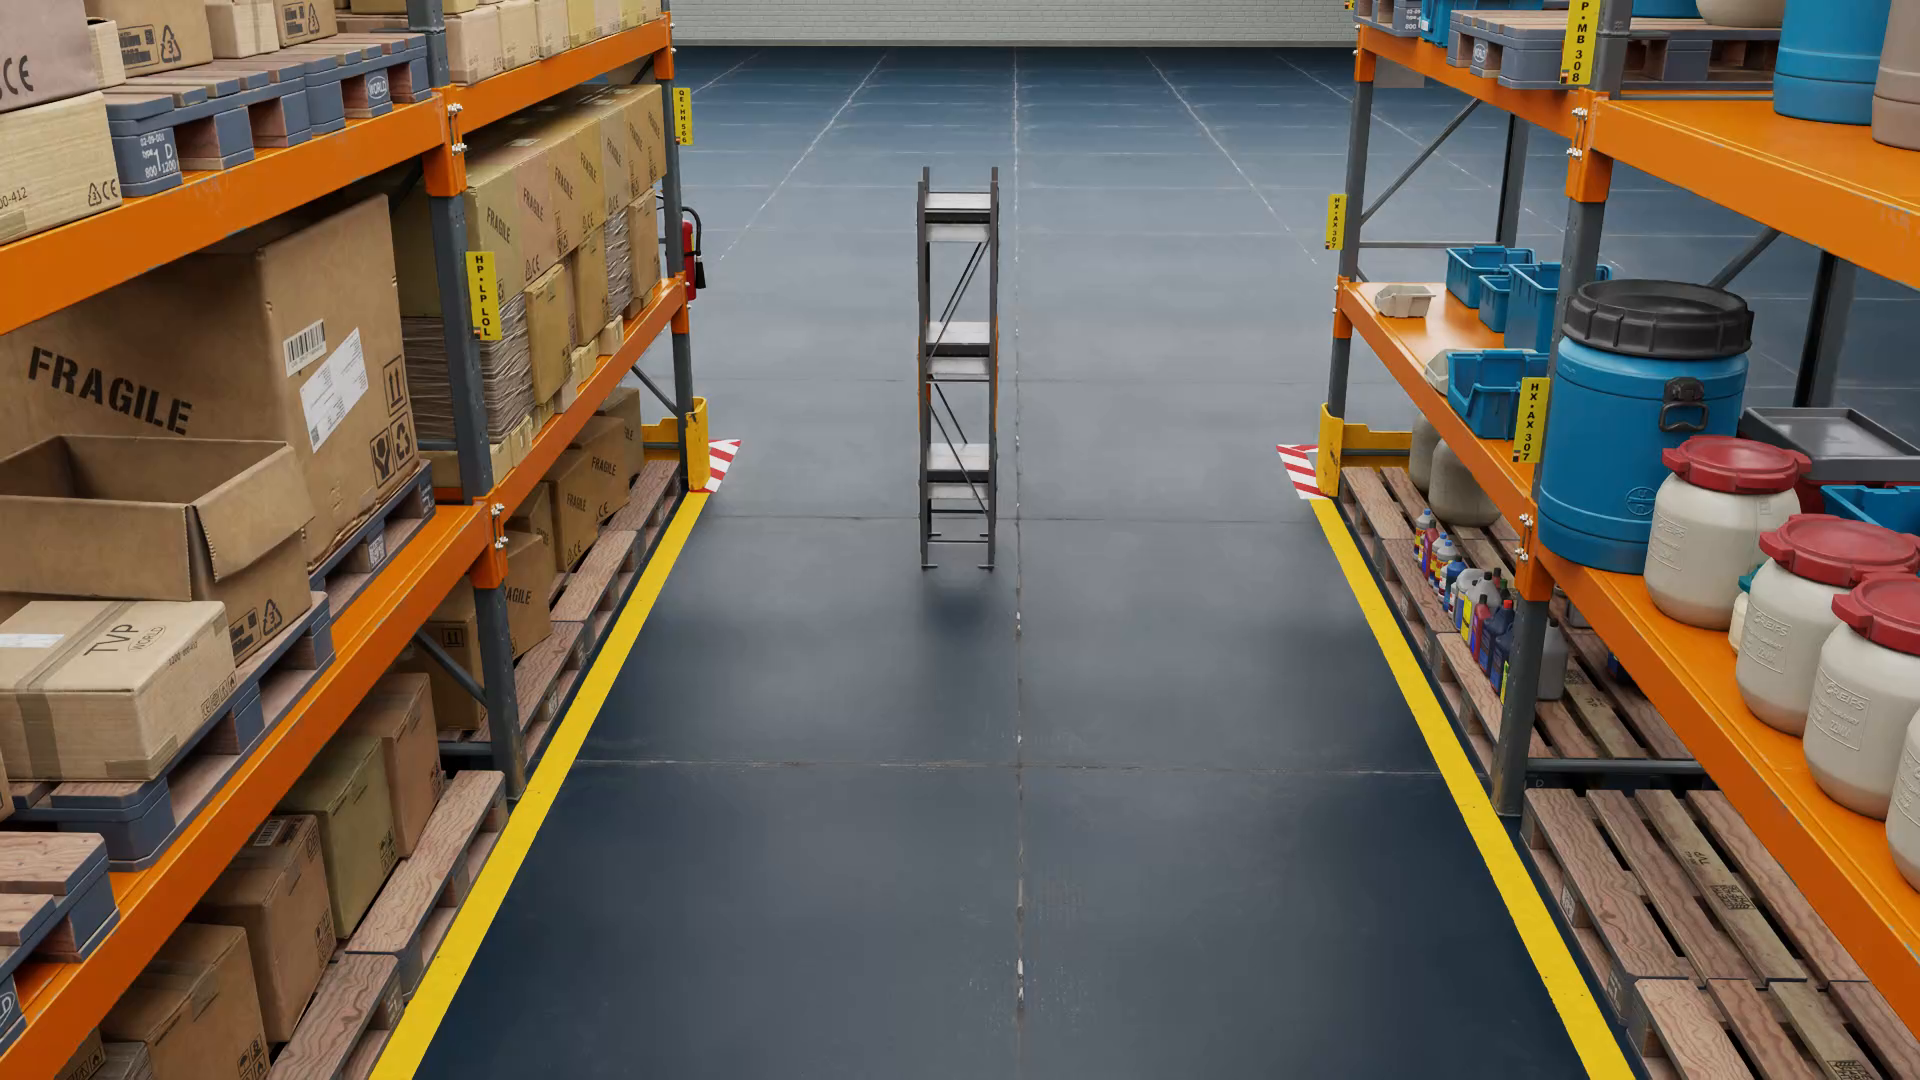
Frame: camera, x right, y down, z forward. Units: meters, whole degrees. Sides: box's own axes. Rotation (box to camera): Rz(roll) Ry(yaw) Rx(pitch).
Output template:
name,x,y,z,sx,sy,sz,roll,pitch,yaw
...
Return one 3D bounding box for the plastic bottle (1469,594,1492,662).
name,x,y,z,sx,sy,sz,roll,pitch,yaw
plastic bottle,2.356,0.395,7.511,0.061,0.283,0.133,2,21,5

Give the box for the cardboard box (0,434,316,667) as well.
name,x,y,z,sx,sy,sz,roll,pitch,yaw
cardboard box,-2.255,0.028,4.586,0.797,0.503,0.637,3,21,7

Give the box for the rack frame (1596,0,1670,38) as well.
name,x,y,z,sx,sy,sz,roll,pitch,yaw
rack frame,2.656,-3.098,5.073,1.000,3.000,0.127,1,21,2

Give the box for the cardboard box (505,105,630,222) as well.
name,x,y,z,sx,sy,sz,roll,pitch,yaw
cardboard box,-1.970,-1.890,8.322,0.500,0.500,0.500,1,21,2

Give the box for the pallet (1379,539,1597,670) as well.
name,x,y,z,sx,sy,sz,roll,pitch,yaw
pallet,2.752,0.314,8.428,1.003,0.211,1.213,1,21,2

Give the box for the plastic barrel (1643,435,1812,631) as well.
name,x,y,z,sx,sy,sz,roll,pitch,yaw
plastic barrel,2.407,-0.021,5.249,0.433,0.535,0.433,0,21,0

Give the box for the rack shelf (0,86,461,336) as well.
name,x,y,z,sx,sy,sz,roll,pitch,yaw
rack shelf,-2.356,-0.696,4.023,1.077,0.370,4.000,1,21,2

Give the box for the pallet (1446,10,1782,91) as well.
name,x,y,z,sx,sy,sz,roll,pitch,yaw
pallet,2.580,-1.874,6.325,1.213,0.211,1.003,1,21,2

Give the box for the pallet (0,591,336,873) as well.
name,x,y,z,sx,sy,sz,roll,pitch,yaw
pallet,-2.397,0.464,4.452,1.003,0.211,1.213,1,21,2

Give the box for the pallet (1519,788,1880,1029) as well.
name,x,y,z,sx,sy,sz,roll,pitch,yaw
pallet,2.671,1.283,5.930,1.003,0.211,1.213,1,21,2

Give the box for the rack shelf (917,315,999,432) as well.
name,x,y,z,sx,sy,sz,roll,pitch,yaw
rack shelf,-0.005,-0.906,9.000,0.431,0.518,0.480,1,21,2

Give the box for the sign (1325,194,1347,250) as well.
name,x,y,z,sx,sy,sz,roll,pitch,yaw
sign,2.228,-1.884,9.856,0.100,0.325,0.005,1,21,2

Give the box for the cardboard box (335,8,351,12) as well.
name,x,y,z,sx,sy,sz,roll,pitch,yaw
cardboard box,-2.542,-1.852,6.216,0.500,0.250,0.500,1,21,4

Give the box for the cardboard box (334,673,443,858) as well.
name,x,y,z,sx,sy,sz,roll,pitch,yaw
cardboard box,-2.335,0.826,6.100,0.700,0.500,0.500,-1,21,-3

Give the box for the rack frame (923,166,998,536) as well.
name,x,y,z,sx,sy,sz,roll,pitch,yaw
rack frame,0.002,-1.007,9.222,0.400,2.100,0.015,1,21,2

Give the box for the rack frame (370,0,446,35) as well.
name,x,y,z,sx,sy,sz,roll,pitch,yaw
rack frame,-2.295,-3.153,5.214,1.000,3.000,0.127,1,21,2

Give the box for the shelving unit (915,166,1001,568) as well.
name,x,y,z,sx,sy,sz,roll,pitch,yaw
shelving unit,-0.005,-0.919,8.995,0.431,2.100,0.503,1,21,2

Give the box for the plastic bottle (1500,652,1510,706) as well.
name,x,y,z,sx,sy,sz,roll,pitch,yaw
plastic bottle,2.341,0.582,7.028,0.061,0.283,0.133,2,21,4

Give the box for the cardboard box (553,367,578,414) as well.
name,x,y,z,sx,sy,sz,roll,pitch,yaw
cardboard box,-1.940,-0.674,7.468,0.380,0.149,0.250,1,21,2

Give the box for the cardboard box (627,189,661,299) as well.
name,x,y,z,sx,sy,sz,roll,pitch,yaw
cardboard box,-2.113,-1.607,8.974,0.875,0.500,0.500,1,21,2

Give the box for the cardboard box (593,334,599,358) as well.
name,x,y,z,sx,sy,sz,roll,pitch,yaw
cardboard box,-1.993,-0.946,8.169,0.380,0.149,0.250,1,21,2

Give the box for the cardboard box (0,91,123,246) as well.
name,x,y,z,sx,sy,sz,roll,pitch,yaw
cardboard box,-2.126,-0.777,3.445,0.500,0.250,0.500,1,21,3

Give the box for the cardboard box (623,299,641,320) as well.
name,x,y,z,sx,sy,sz,roll,pitch,yaw
cardboard box,-1.963,-1.308,9.101,0.380,0.149,0.250,1,21,2

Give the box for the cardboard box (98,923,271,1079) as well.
name,x,y,z,sx,sy,sz,roll,pitch,yaw
cardboard box,-2.402,1.403,4.615,0.700,0.500,0.500,2,21,6

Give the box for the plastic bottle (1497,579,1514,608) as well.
name,x,y,z,sx,sy,sz,roll,pitch,yaw
plastic bottle,2.506,0.330,7.680,0.061,0.283,0.133,1,21,2

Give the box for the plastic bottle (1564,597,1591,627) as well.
name,x,y,z,sx,sy,sz,roll,pitch,yaw
plastic bottle,2.965,0.262,7.865,0.152,0.276,0.135,1,21,2

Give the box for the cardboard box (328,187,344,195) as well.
name,x,y,z,sx,sy,sz,roll,pitch,yaw
cardboard box,-2.556,-1.173,6.473,0.500,0.500,0.500,1,21,2

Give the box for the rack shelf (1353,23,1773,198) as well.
name,x,y,z,sx,sy,sz,roll,pitch,yaw
rack shelf,2.717,-2.087,7.610,1.077,0.370,4.000,1,21,2

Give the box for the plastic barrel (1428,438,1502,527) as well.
name,x,y,z,sx,sy,sz,roll,pitch,yaw
plastic barrel,2.819,-0.363,9.178,0.421,0.512,0.421,0,21,0

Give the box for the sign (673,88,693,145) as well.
name,x,y,z,sx,sy,sz,roll,pitch,yaw
sign,-1.619,-2.476,9.725,0.100,0.325,0.005,1,21,2

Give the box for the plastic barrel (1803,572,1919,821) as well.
name,x,y,z,sx,sy,sz,roll,pitch,yaw
plastic barrel,2.372,0.401,4.162,0.433,0.535,0.433,0,21,0

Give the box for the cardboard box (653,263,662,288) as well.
name,x,y,z,sx,sy,sz,roll,pitch,yaw
cardboard box,-1.976,-1.580,9.800,0.380,0.149,0.250,1,21,2

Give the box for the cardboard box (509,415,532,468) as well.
name,x,y,z,sx,sy,sz,roll,pitch,yaw
cardboard box,-1.967,-0.403,6.769,0.380,0.149,0.250,1,21,2

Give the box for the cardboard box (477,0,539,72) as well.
name,x,y,z,sx,sy,sz,roll,pitch,yaw
cardboard box,-2.014,-2.035,6.689,0.500,0.250,0.500,0,21,1

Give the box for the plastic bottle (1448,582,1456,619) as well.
name,x,y,z,sx,sy,sz,roll,pitch,yaw
plastic bottle,2.388,0.274,7.935,0.097,0.201,0.097,0,21,0

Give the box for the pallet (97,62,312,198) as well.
name,x,y,z,sx,sy,sz,roll,pitch,yaw
pallet,-2.449,-1.070,4.252,1.213,0.211,1.003,1,21,2

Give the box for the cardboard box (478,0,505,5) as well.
name,x,y,z,sx,sy,sz,roll,pitch,yaw
cardboard box,-2.007,-2.179,6.509,0.380,0.149,0.250,1,21,2

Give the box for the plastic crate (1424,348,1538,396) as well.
name,x,y,z,sx,sy,sz,roll,pitch,yaw
plastic crate,2.452,-0.768,7.727,0.530,0.136,0.437,1,21,2

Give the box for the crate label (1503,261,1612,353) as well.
name,x,y,z,sx,sy,sz,roll,pitch,yaw
crate label,2.992,-1.096,8.157,0.502,0.435,0.616,1,21,2

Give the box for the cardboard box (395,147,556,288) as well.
name,x,y,z,sx,sy,sz,roll,pitch,yaw
cardboard box,-2.013,-1.348,6.924,0.500,0.500,0.500,1,21,2

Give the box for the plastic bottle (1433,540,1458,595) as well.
name,x,y,z,sx,sy,sz,roll,pitch,yaw
plastic bottle,2.397,0.132,8.207,0.097,0.271,0.097,0,21,0

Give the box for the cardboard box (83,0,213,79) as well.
name,x,y,z,sx,sy,sz,roll,pitch,yaw
cardboard box,-2.436,-1.489,4.349,0.797,0.503,0.637,1,21,4

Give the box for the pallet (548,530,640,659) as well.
name,x,y,z,sx,sy,sz,roll,pitch,yaw
pallet,-2.276,0.259,8.570,1.003,0.211,1.213,1,21,2

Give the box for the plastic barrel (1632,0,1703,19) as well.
name,x,y,z,sx,sy,sz,roll,pitch,yaw
plastic barrel,2.793,-2.488,6.374,0.600,0.901,0.708,1,21,2

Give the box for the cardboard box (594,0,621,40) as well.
name,x,y,z,sx,sy,sz,roll,pitch,yaw
cardboard box,-1.970,-2.588,8.112,0.500,0.250,0.500,1,21,3

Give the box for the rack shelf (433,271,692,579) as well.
name,x,y,z,sx,sy,sz,roll,pitch,yaw
rack shelf,-2.234,-0.743,8.293,1.077,0.370,4.000,1,21,2

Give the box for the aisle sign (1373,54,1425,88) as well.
name,x,y,z,sx,sy,sz,roll,pitch,yaw
aisle sign,2.487,-2.989,9.491,0.394,0.787,0.004,1,21,2

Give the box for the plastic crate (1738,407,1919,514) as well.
name,x,y,z,sx,sy,sz,roll,pitch,yaw
plastic crate,2.947,-0.153,5.687,0.402,0.464,0.583,1,21,2

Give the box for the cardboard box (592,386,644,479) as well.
name,x,y,z,sx,sy,sz,roll,pitch,yaw
cardboard box,-2.209,-0.607,9.821,0.500,0.500,0.500,5,22,12

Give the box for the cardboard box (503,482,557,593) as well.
name,x,y,z,sx,sy,sz,roll,pitch,yaw
cardboard box,-2.293,0.037,8.162,0.500,0.500,0.500,-1,21,-3

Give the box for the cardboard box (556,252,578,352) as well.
name,x,y,z,sx,sy,sz,roll,pitch,yaw
cardboard box,-2.255,-1.065,7.578,0.875,0.500,0.500,1,21,2

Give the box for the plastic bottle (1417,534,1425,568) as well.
name,x,y,z,sx,sy,sz,roll,pitch,yaw
plastic bottle,2.408,0.042,8.535,0.097,0.201,0.097,0,21,0
